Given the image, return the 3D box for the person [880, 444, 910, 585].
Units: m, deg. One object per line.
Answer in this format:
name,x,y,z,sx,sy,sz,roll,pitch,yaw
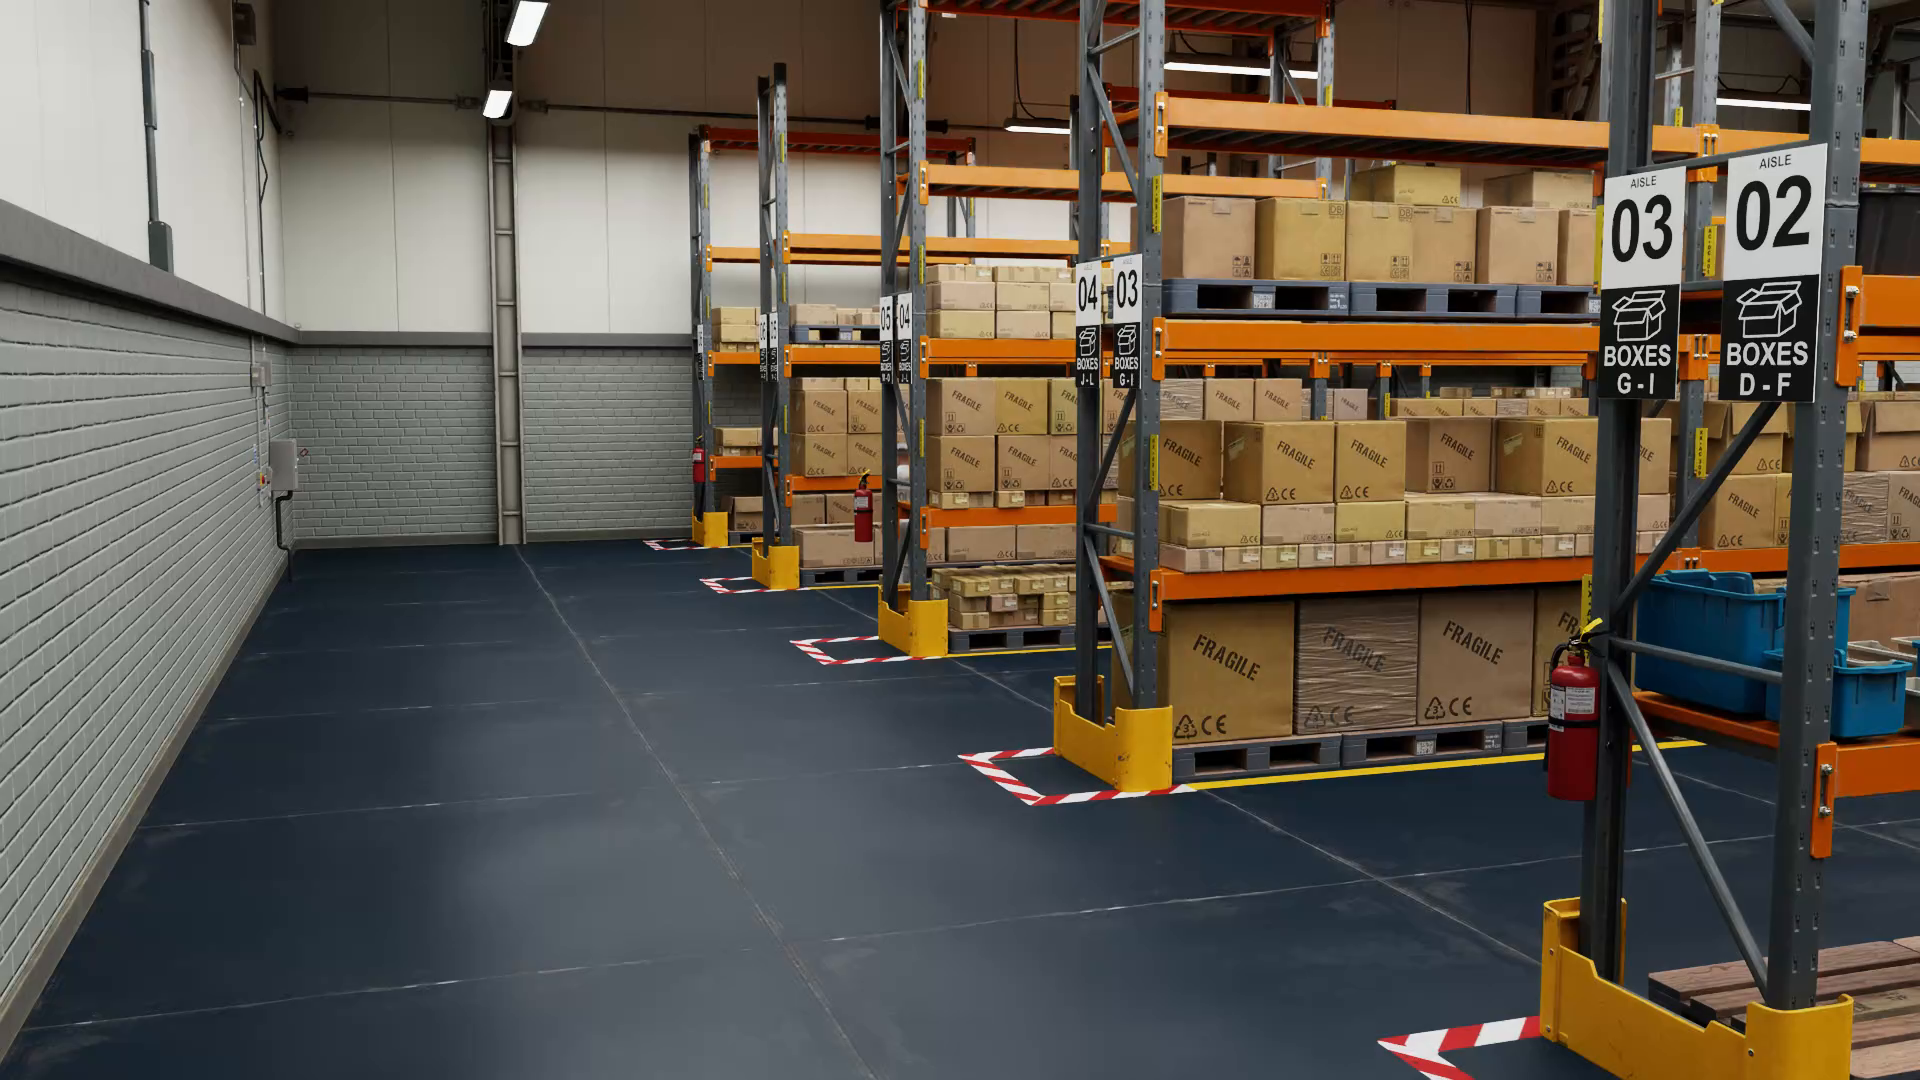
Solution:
person,-0.616,-0.166,18.081,0.529,1.751,0.392,-2,6,-18
